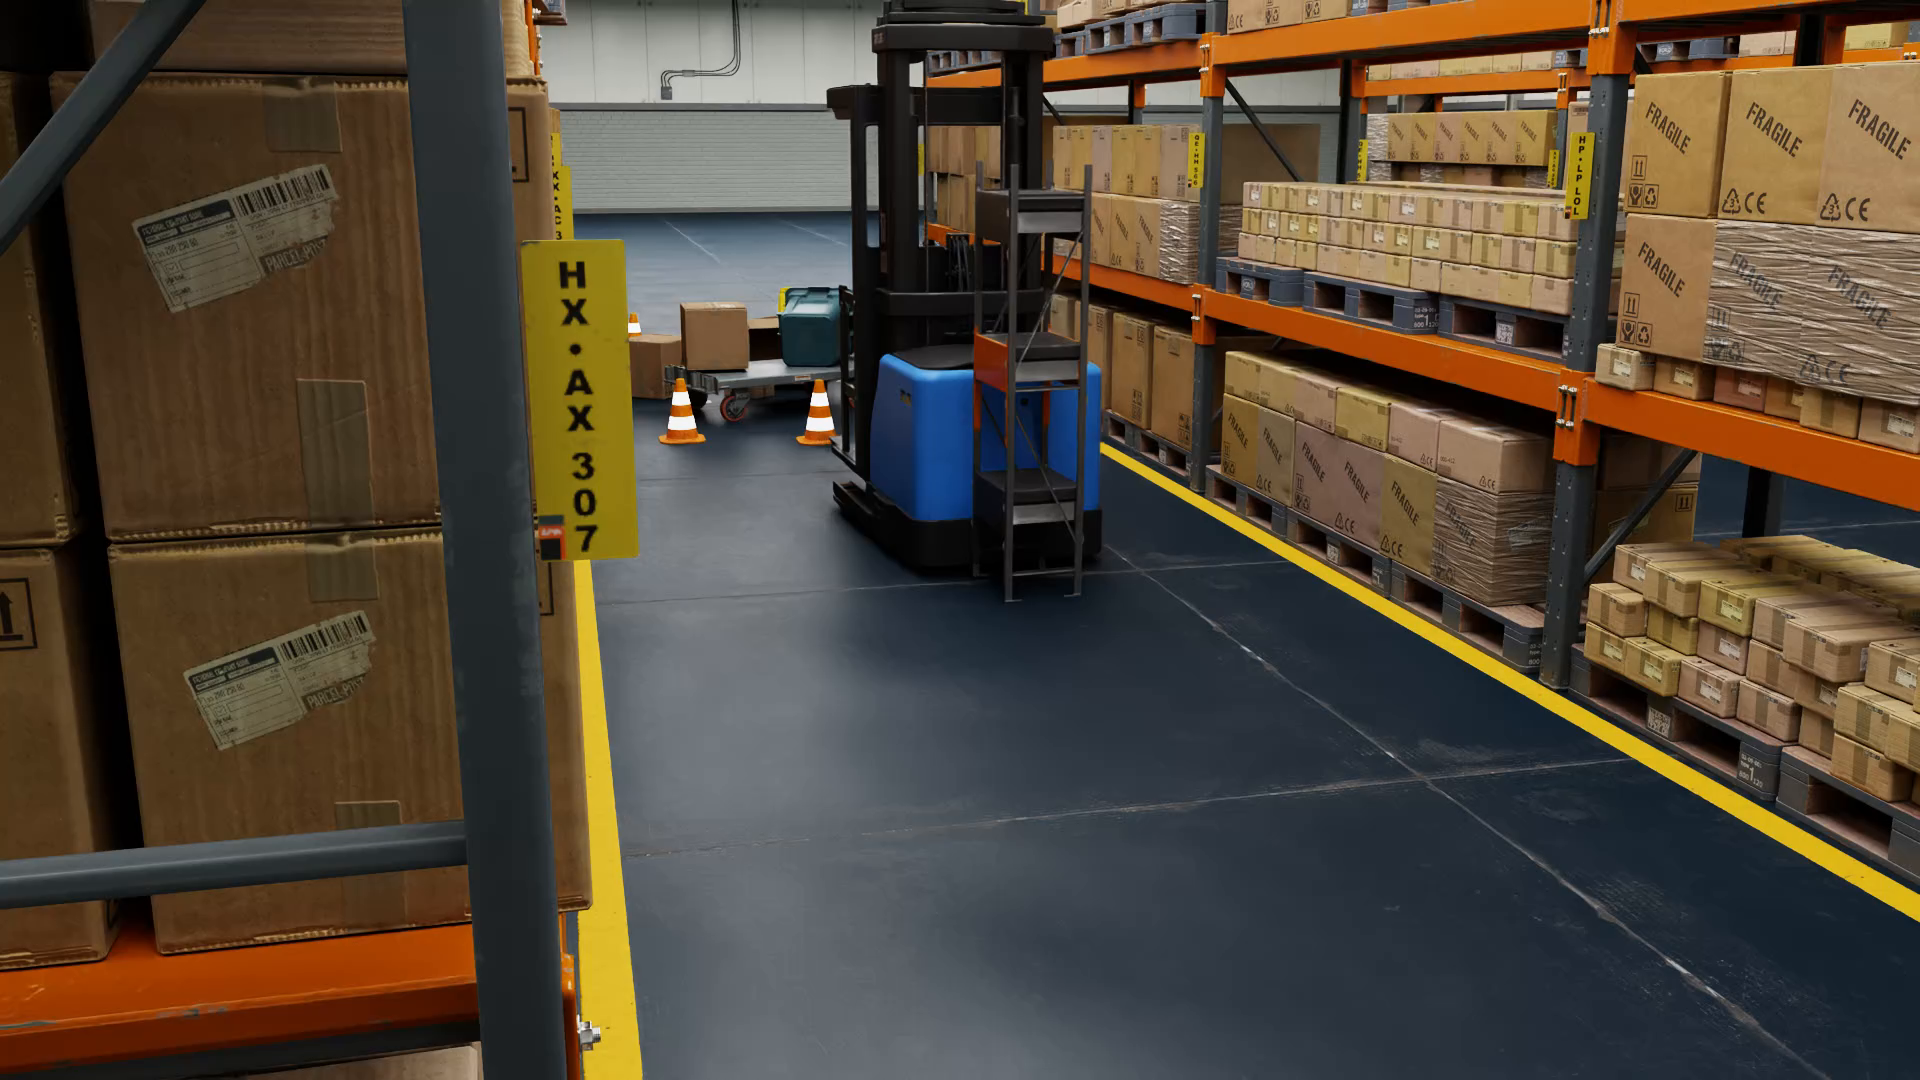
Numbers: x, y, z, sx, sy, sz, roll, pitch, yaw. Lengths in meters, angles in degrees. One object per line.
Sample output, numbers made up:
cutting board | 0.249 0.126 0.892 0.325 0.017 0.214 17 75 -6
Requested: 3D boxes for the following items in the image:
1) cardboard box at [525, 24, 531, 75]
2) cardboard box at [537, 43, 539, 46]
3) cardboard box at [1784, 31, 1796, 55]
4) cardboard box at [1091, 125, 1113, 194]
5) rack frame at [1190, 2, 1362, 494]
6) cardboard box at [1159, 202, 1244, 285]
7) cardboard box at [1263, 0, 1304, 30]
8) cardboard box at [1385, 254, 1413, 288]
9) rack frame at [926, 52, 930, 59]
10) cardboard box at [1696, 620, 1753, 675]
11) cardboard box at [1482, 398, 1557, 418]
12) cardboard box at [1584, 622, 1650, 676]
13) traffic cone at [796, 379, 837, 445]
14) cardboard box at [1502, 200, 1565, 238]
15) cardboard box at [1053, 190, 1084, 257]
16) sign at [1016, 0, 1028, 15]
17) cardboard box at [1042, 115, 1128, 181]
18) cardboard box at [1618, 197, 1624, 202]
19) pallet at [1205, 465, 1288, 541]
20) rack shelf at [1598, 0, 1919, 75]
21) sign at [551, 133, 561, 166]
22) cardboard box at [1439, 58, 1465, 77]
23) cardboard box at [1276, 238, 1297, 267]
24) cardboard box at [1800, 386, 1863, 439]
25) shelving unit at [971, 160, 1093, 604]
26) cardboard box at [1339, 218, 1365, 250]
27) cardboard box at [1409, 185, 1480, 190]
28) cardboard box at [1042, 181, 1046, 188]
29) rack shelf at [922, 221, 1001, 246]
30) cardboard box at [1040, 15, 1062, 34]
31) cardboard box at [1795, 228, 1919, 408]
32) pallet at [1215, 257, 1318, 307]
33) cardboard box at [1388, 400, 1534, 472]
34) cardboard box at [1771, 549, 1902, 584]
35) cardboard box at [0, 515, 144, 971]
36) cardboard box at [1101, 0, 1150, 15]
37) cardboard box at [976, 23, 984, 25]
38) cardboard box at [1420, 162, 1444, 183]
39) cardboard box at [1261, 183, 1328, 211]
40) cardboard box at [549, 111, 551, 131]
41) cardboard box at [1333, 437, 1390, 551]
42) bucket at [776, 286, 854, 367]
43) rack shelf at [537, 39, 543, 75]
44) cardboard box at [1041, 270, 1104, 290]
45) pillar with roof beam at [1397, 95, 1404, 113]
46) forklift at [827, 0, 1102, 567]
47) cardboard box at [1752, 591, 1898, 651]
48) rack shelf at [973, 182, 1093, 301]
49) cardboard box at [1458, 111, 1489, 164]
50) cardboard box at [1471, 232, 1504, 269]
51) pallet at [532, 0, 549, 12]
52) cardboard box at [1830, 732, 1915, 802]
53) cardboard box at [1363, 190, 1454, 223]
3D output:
cardboard box | -1.061 -0.956 3.337 0.380 0.149 0.250 -4 14 -15
cardboard box | -3.709 -4.182 13.593 0.500 0.250 0.500 -3 14 -14
cardboard box | 6.351 -3.641 12.008 0.500 0.250 0.500 -3 14 -13
cardboard box | 1.409 -2.902 12.668 0.700 0.500 0.500 -3 14 -13
rack frame | 1.985 -1.794 10.451 1.000 3.000 0.127 -3 14 -13
cardboard box | 1.619 -1.932 10.803 0.500 0.500 0.500 -3 14 -13
cardboard box | 1.985 -3.039 9.013 0.500 0.500 0.500 -3 14 -13
cardboard box | 2.330 -1.334 8.213 0.380 0.149 0.250 -3 14 -11
rack frame | 0.107 -6.554 17.293 1.000 3.000 0.127 -3 14 -13
cardboard box | 2.938 0.374 6.072 0.380 0.149 0.250 -3 14 -14
cardboard box | 2.881 -0.533 8.092 0.500 0.250 0.500 -3 14 -12
cardboard box | 2.698 0.411 6.546 0.380 0.149 0.250 -4 14 -16
traffic cone | -1.050 -0.966 12.407 0.336 0.463 0.334 -3 14 -13
cardboard box | 2.577 -1.386 7.172 0.380 0.149 0.250 -4 14 -15
cardboard box | 1.027 -2.513 13.182 0.500 0.500 0.500 -3 14 -13
sign | 0.507 -4.433 13.673 0.100 0.325 0.005 -3 14 -13
cardboard box | 0.993 -3.402 14.439 0.875 0.550 0.550 -3 14 -13
cardboard box | 3.150 -1.482 7.565 0.380 0.149 0.250 -3 14 -13
pallet | 2.168 -0.259 10.044 1.003 0.211 1.213 -3 14 -13
rack shelf | 3.395 -1.518 4.515 1.077 0.370 4.000 -3 14 -13
sign | -2.264 -2.089 9.219 0.100 0.325 0.005 -3 14 -13
cardboard box | 5.180 -4.799 16.745 0.500 0.250 0.500 -3 14 -12
cardboard box | 2.021 -1.638 9.455 0.380 0.149 0.250 -3 14 -10
cardboard box | 2.974 -0.427 5.384 0.380 0.149 0.250 -3 14 -12
shelving unit | 0.339 -0.780 8.172 0.431 2.100 0.503 -5 16 -18
cardboard box | 2.208 -1.601 8.678 0.380 0.149 0.250 -3 14 -14
cardboard box | 2.731 -1.898 9.266 0.380 0.149 0.250 -3 14 -12
cardboard box | 0.948 -2.874 14.556 0.875 0.550 0.550 -3 14 -13
rack shelf | 0.576 -2.829 16.202 1.077 0.370 4.000 -3 14 -13
cardboard box | 0.650 -4.371 14.111 0.380 0.149 0.250 -3 14 -13
cardboard box | 3.003 -0.704 5.152 0.500 0.500 0.500 -4 14 -14
pallet | 2.256 -1.543 9.825 1.213 0.211 1.003 -3 14 -13
cardboard box | 2.396 -0.503 7.966 0.500 0.250 0.500 -3 14 -11
cardboard box | 3.360 0.145 6.383 0.380 0.149 0.250 -3 14 -12
cardboard box | -1.294 0.205 2.056 0.500 0.500 0.500 -3 14 -13
cardboard box | 1.305 -3.938 11.599 0.500 0.500 0.500 -3 14 -13
cardboard box | 0.447 -4.830 15.149 0.500 0.250 0.500 -3 14 -14
cardboard box | 5.364 -3.731 17.542 0.875 0.500 0.500 -3 14 -13
cardboard box | 1.971 -1.986 9.627 0.380 0.149 0.250 -4 14 -15
cardboard box | -3.634 -3.210 13.303 0.700 0.500 0.500 -3 14 -14
cardboard box | 2.270 -0.255 8.532 0.500 0.500 0.500 -4 14 -14
bucket | -1.227 -1.768 14.039 0.726 0.611 0.620 2 24 6
rack shelf | -3.272 -3.064 10.844 1.077 0.370 4.000 -3 14 -13
cardboard box | 0.966 -2.038 15.040 0.875 0.875 0.875 -3 14 -12
pillar with roof beam | 9.171 -14.203 48.602 9.100 9.000 0.548 -3 14 -13
forklift | -0.145 -1.590 9.760 1.130 2.935 3.031 -4 14 -16
cardboard box | 3.002 0.293 5.777 0.380 0.149 0.250 -4 14 -15
rack shelf | 0.344 -1.443 7.997 0.431 0.518 0.480 -5 16 -18
cardboard box | 5.283 -3.968 16.405 0.500 0.500 0.500 -3 14 -13
cardboard box | 2.521 -1.297 7.433 0.380 0.149 0.250 -3 14 -11
pallet | -2.334 -2.457 7.242 1.003 0.211 1.213 -3 14 -11
cardboard box | 3.042 0.708 5.330 0.380 0.149 0.250 -4 14 -15
cardboard box | 2.271 -1.687 8.403 0.380 0.149 0.250 -3 14 -14
